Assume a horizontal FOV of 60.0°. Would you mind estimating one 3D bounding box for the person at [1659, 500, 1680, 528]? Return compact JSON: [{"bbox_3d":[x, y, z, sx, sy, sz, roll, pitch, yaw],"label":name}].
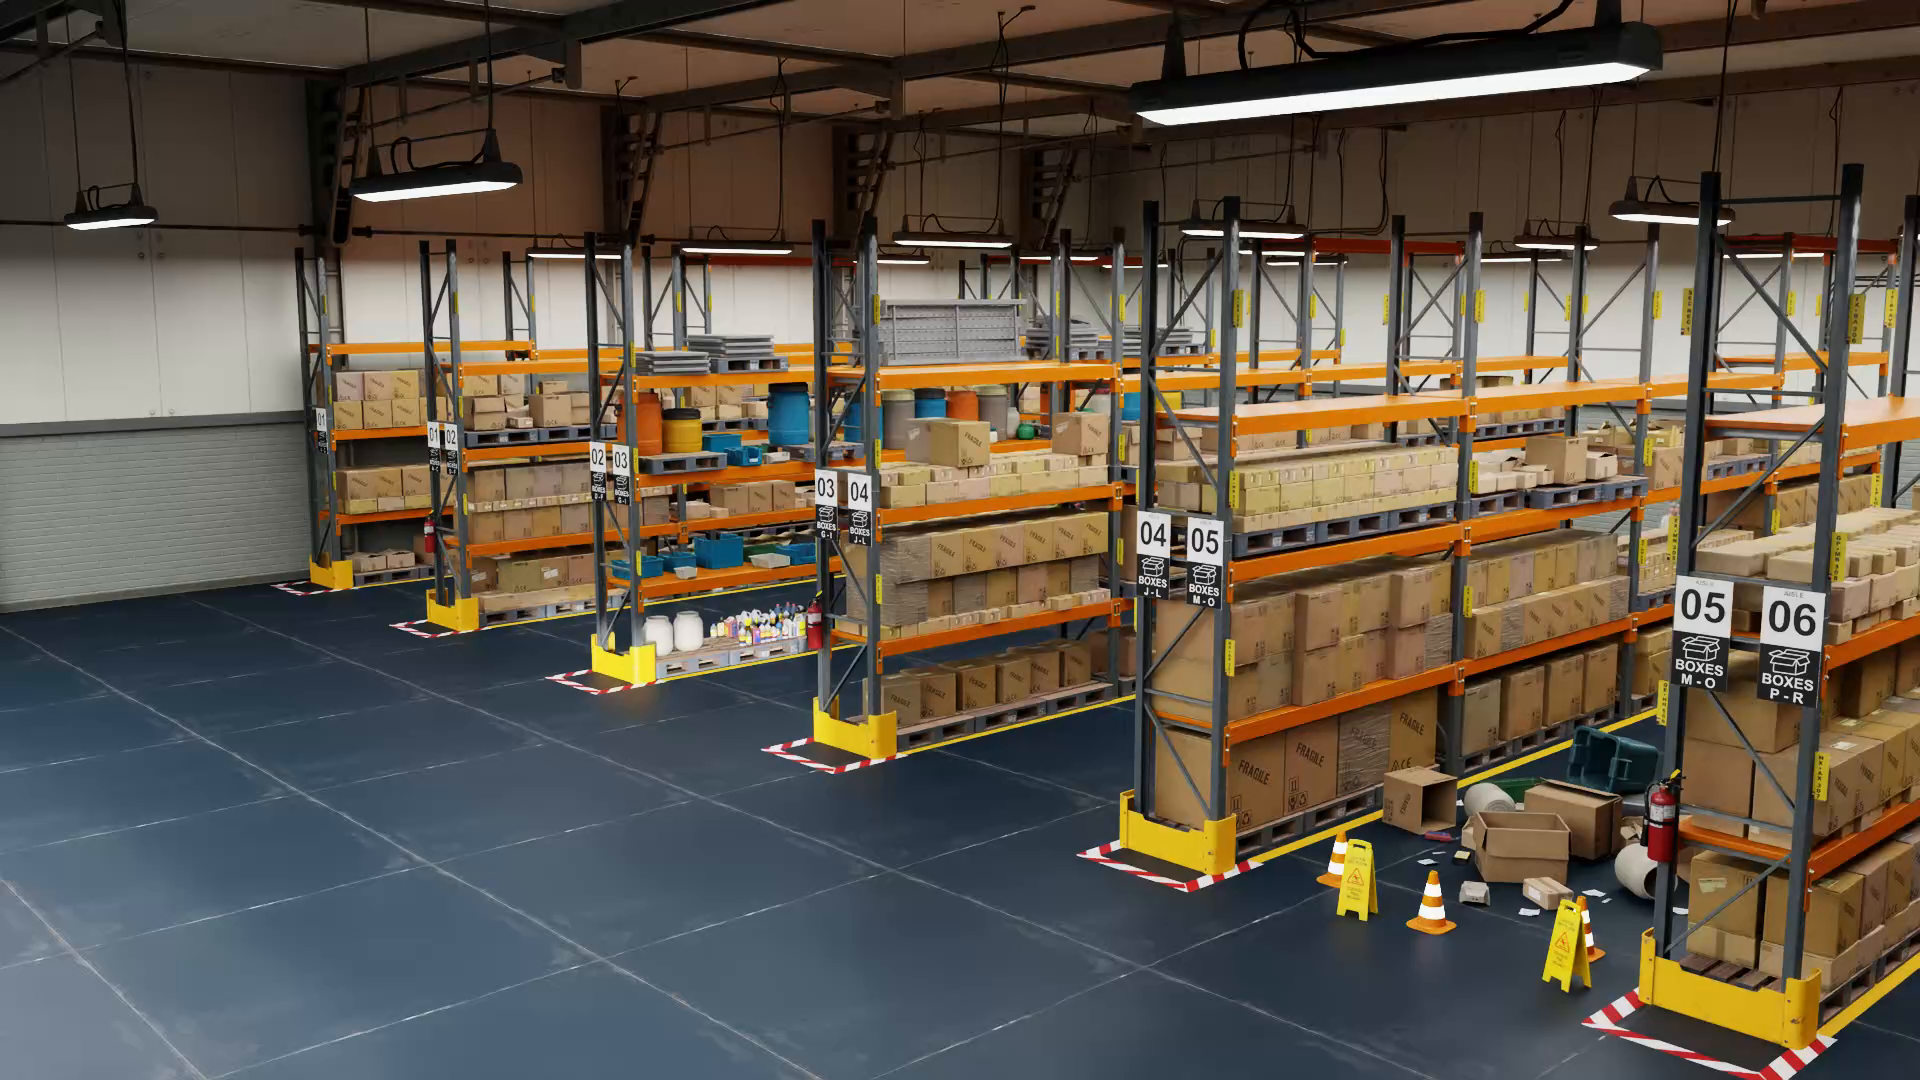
[{"bbox_3d":[12.229,0.146,28.606,0.569,1.718,0.695,6,11,37],"label":"person"}]
